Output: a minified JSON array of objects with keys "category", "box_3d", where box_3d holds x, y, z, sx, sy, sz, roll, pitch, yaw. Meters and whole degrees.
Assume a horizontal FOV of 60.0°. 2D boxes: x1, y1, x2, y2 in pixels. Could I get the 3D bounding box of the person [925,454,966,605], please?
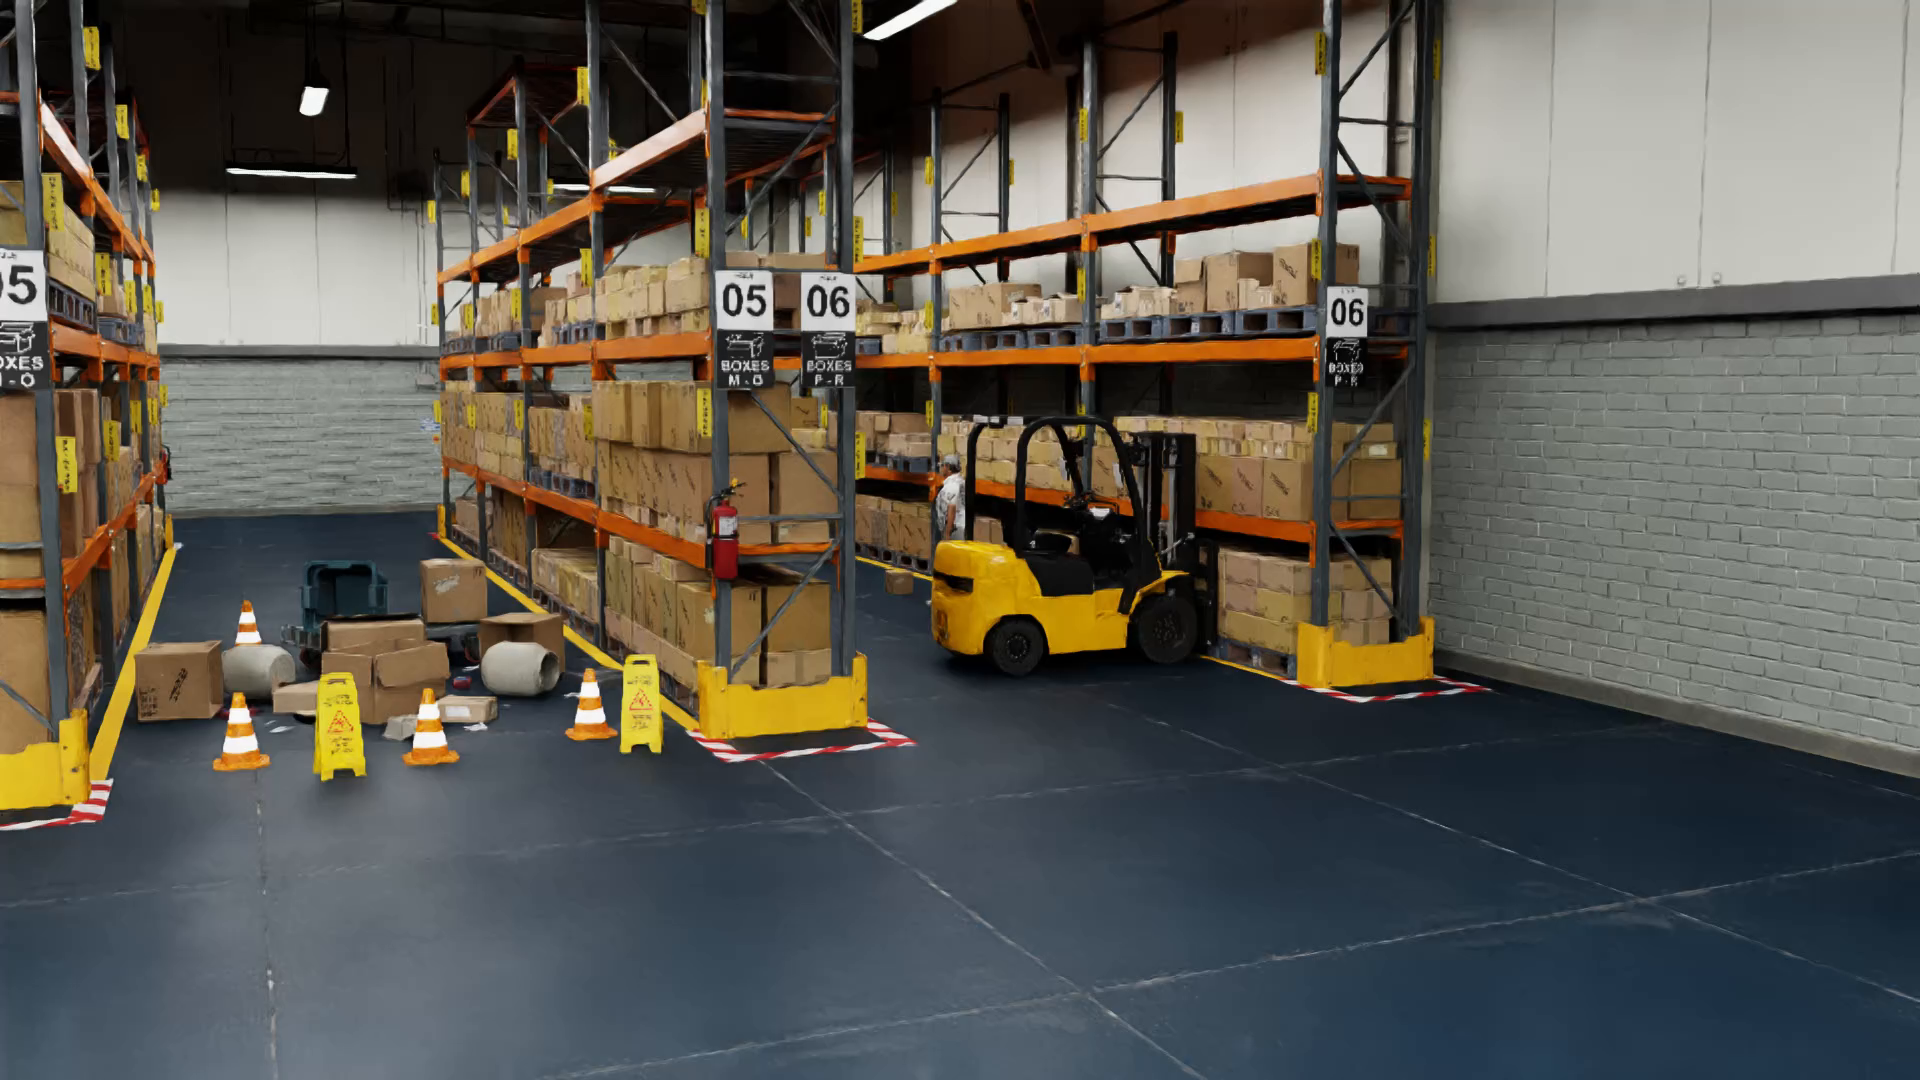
[{"category":"person","box_3d":[-0.113,-0.088,17.701,0.537,1.661,0.576,0,6,3]}]
